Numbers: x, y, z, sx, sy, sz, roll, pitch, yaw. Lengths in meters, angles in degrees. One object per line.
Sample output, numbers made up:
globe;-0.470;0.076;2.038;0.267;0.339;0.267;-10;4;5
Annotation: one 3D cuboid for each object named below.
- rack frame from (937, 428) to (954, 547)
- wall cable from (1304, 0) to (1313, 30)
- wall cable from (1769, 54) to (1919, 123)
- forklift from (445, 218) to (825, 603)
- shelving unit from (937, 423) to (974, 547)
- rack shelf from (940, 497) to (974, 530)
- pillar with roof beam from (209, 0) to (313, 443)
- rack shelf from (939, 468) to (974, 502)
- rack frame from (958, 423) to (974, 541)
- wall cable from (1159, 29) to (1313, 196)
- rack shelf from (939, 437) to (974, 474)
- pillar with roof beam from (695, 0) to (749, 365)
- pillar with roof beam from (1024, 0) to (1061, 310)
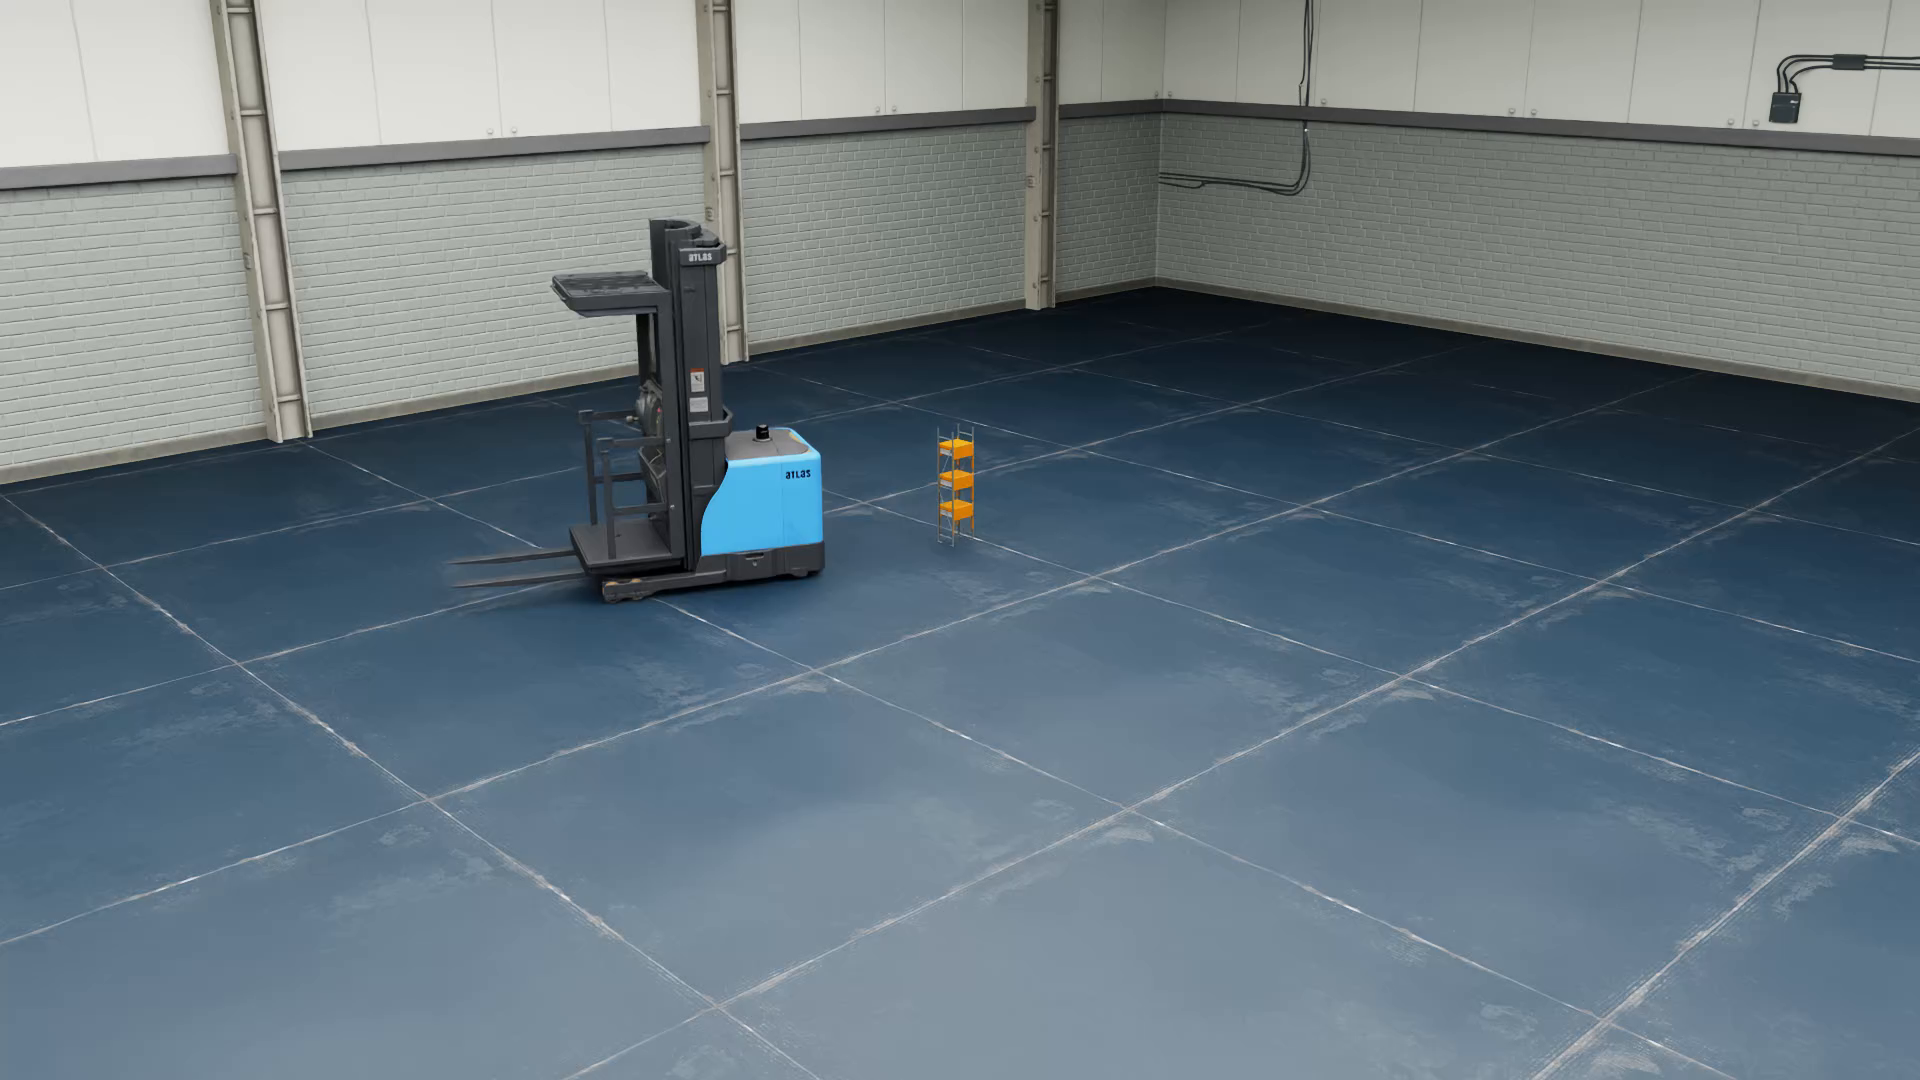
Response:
rack frame;-0.128;-0.462;14.708;0.008;1.050;0.200;-16;24;-41
wall cable;6.171;-8.613;23.805;0.112;2.526;3.097;-16;24;-41
wall cable;10.824;-7.781;18.878;0.169;6.003;2.305;-16;24;-41
forklift;-2.711;-1.072;13.539;3.031;2.935;1.130;-6;19;-19
shelving unit;-0.039;-0.488;14.788;0.252;1.050;0.215;-16;24;-41
rack shelf;-0.039;-0.214;14.877;0.240;0.259;0.215;-16;24;-41
pillar with roof beam;-4.498;-4.458;14.145;0.400;9.000;9.100;-16;24;-41
rack shelf;-0.039;-0.478;14.791;0.240;0.259;0.215;-16;24;-41
rack frame;0.050;-0.514;14.868;0.008;1.050;0.200;-16;24;-41
wall cable;4.313;-6.817;26.454;0.112;2.526;3.097;-16;24;-41
rack shelf;-0.039;-0.748;14.704;0.240;0.259;0.215;-16;24;-41
pillar with roof beam;-0.138;-5.730;18.066;0.400;9.000;9.100;-16;24;-41
pillar with roof beam;4.221;-7.001;21.988;0.400;9.000;9.100;-16;24;-41
